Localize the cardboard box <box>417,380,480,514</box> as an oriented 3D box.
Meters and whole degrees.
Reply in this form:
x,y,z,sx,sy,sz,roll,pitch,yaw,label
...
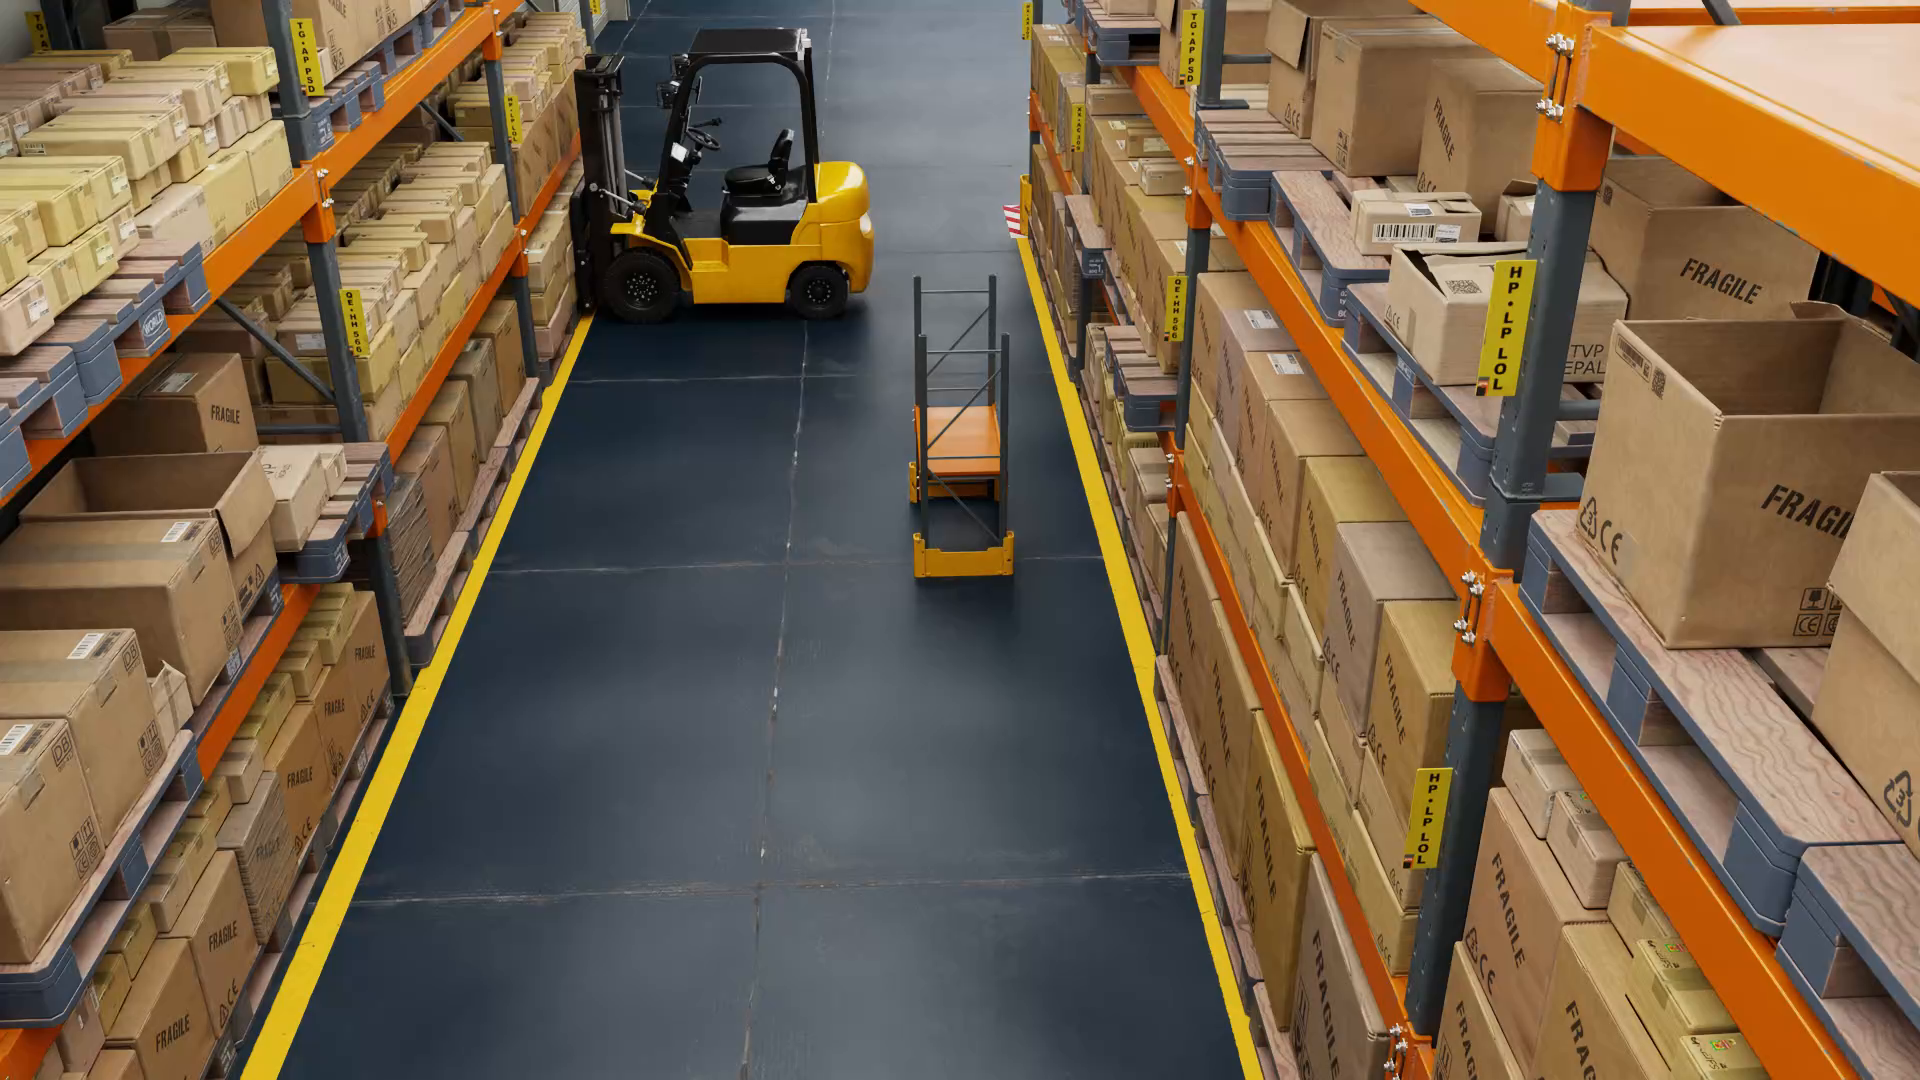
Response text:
x,y,z,sx,sy,sz,roll,pitch,yaw,label
-3.476,-0.557,10.189,0.875,0.625,0.625,-2,28,-5,cardboard box

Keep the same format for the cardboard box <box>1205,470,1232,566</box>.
x,y,z,sx,sy,sz,roll,pitch,yaw,label
1.395,-0.110,7.379,0.500,0.250,0.500,-2,28,-4,cardboard box

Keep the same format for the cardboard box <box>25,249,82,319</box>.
x,y,z,sx,sy,sz,roll,pitch,yaw,label
-2.845,-0.744,4.899,0.380,0.149,0.250,-2,28,-3,cardboard box

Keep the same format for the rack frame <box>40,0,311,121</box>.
x,y,z,sx,sy,sz,roll,pitch,yaw,label
-3.380,-3.183,6.622,1.000,3.000,0.127,-1,28,-3,rack frame

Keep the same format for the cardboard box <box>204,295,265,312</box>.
x,y,z,sx,sy,sz,roll,pitch,yaw,label
-3.724,-1.119,8.342,0.380,0.149,0.250,-1,28,-1,cardboard box

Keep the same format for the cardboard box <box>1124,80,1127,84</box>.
x,y,z,sx,sy,sz,roll,pitch,yaw,label
1.561,-3.320,11.861,0.700,0.500,0.500,-2,28,-3,cardboard box

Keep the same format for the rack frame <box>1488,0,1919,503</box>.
x,y,z,sx,sy,sz,roll,pitch,yaw,label
1.785,-1.458,3.314,1.000,3.000,0.127,-1,28,-3,rack frame

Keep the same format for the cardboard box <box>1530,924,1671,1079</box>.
x,y,z,sx,sy,sz,roll,pitch,yaw,label
1.589,1.174,3.566,0.500,0.500,0.500,-2,28,-3,cardboard box

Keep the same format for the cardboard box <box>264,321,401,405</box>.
x,y,z,sx,sy,sz,roll,pitch,yaw,label
-3.134,-0.890,8.334,0.500,0.250,0.500,-1,28,-3,cardboard box

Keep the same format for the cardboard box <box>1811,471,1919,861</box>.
x,y,z,sx,sy,sz,roll,pitch,yaw,label
1.888,0.218,2.671,0.797,0.503,0.637,1,28,1,cardboard box

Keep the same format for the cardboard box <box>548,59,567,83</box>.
x,y,z,sx,sy,sz,roll,pitch,yaw,label
-3.409,-3.805,13.491,0.380,0.149,0.250,-1,28,-2,cardboard box

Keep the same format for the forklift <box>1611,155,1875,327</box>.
x,y,z,sx,sy,sz,roll,pitch,yaw,label
3.908,-0.884,8.775,1.130,2.935,3.031,1,28,2,forklift

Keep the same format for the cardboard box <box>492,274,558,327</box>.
x,y,z,sx,sy,sz,roll,pitch,yaw,label
-3.306,-1.790,12.417,0.500,0.250,0.500,-2,28,-3,cardboard box

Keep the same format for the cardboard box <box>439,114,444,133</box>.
x,y,z,sx,sy,sz,roll,pitch,yaw,label
-3.910,-2.960,11.871,0.380,0.149,0.250,-2,28,-4,cardboard box

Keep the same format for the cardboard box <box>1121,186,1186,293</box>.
x,y,z,sx,sy,sz,roll,pitch,yaw,label
1.210,-1.682,9.347,0.500,0.500,0.500,-3,28,-6,cardboard box

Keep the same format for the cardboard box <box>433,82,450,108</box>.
x,y,z,sx,sy,sz,roll,pitch,yaw,label
-3.906,-3.213,12.036,0.380,0.149,0.250,-2,28,-3,cardboard box

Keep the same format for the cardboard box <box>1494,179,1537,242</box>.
x,y,z,sx,sy,sz,roll,pitch,yaw,label
2.040,-1.106,5.575,0.396,0.266,0.258,1,28,2,cardboard box

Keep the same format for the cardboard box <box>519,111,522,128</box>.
x,y,z,sx,sy,sz,roll,pitch,yaw,label
-3.358,-2.976,11.902,0.380,0.149,0.250,-1,28,-1,cardboard box

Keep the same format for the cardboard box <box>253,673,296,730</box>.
x,y,z,sx,sy,sz,roll,pitch,yaw,label
-3.118,0.704,7.204,0.380,0.149,0.250,-1,28,-1,cardboard box

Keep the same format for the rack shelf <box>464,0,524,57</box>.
x,y,z,sx,sy,sz,roll,pitch,yaw,label
-3.693,-4.305,12.795,1.077,0.370,4.000,-1,28,-3,rack shelf

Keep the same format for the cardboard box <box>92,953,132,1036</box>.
x,y,z,sx,sy,sz,roll,pitch,yaw,label
-3.041,1.542,5.597,0.380,0.149,0.250,-3,28,-5,cardboard box

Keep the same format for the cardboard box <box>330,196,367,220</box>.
x,y,z,sx,sy,sz,roll,pitch,yaw,label
-3.771,-1.945,9.926,0.380,0.149,0.250,-2,28,-3,cardboard box

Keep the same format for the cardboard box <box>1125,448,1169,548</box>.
x,y,z,sx,sy,sz,roll,pitch,yaw,label
1.510,-0.268,9.907,0.950,0.372,0.625,-2,28,-4,cardboard box

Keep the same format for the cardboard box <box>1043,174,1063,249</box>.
x,y,z,sx,sy,sz,roll,pitch,yaw,label
0.976,-2.776,14.036,0.500,0.500,0.500,-1,28,-2,cardboard box

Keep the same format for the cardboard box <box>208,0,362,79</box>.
x,y,z,sx,sy,sz,roll,pitch,yaw,label
-3.175,-2.469,7.825,0.500,0.500,0.500,-1,28,-2,cardboard box

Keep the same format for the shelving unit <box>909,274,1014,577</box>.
x,y,z,sx,sy,sz,roll,pitch,yaw,label
-0.004,-0.700,9.971,0.587,1.500,1.083,-1,28,-3,shelving unit

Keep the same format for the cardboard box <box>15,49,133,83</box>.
x,y,z,sx,sy,sz,roll,pitch,yaw,label
-3.637,-1.919,6.851,0.380,0.149,0.250,-2,28,-4,cardboard box

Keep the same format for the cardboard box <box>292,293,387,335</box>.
x,y,z,sx,sy,sz,roll,pitch,yaw,label
-3.118,-1.133,8.369,0.380,0.149,0.250,-1,28,-2,cardboard box

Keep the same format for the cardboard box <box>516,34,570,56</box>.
x,y,z,sx,sy,sz,roll,pitch,yaw,label
-3.421,-4.054,13.647,0.380,0.149,0.250,-1,28,-1,cardboard box

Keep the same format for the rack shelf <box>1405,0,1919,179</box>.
x,y,z,sx,sy,sz,roll,pitch,yaw,label
1.681,-1.885,5.343,1.077,0.370,4.000,-1,28,-3,rack shelf

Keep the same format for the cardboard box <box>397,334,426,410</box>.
x,y,z,sx,sy,sz,roll,pitch,yaw,label
-3.181,-0.900,8.894,0.500,0.250,0.500,-2,28,-4,cardboard box

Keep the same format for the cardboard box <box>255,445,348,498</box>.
x,y,z,sx,sy,sz,roll,pitch,yaw,label
-2.963,-0.304,7.407,0.380,0.149,0.250,-1,28,-2,cardboard box

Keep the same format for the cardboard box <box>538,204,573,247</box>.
x,y,z,sx,sy,sz,roll,pitch,yaw,label
-3.355,-2.478,13.195,0.500,0.250,0.500,0,28,-1,cardboard box

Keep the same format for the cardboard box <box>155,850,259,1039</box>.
x,y,z,sx,sy,sz,roll,pitch,yaw,label
-3.031,1.541,6.301,0.500,0.500,0.500,-2,28,-4,cardboard box

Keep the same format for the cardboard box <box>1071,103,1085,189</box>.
x,y,z,sx,sy,sz,roll,pitch,yaw,label
1.096,-2.868,12.075,0.500,0.500,0.500,-2,28,-4,cardboard box

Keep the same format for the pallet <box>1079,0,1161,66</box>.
x,y,z,sx,sy,sz,roll,pitch,yaw,label
1.351,-2.972,9.665,1.213,0.211,1.003,-1,28,-3,pallet

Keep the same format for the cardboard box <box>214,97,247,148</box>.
x,y,z,sx,sy,sz,roll,pitch,yaw,label
-3.127,-1.685,6.725,0.380,0.149,0.250,-2,28,-4,cardboard box

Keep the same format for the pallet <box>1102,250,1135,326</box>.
x,y,z,sx,sy,sz,roll,pitch,yaw,label
1.432,-1.473,10.038,1.003,0.211,1.213,-1,28,-3,pallet

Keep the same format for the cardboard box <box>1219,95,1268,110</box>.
x,y,z,sx,sy,sz,roll,pitch,yaw,label
1.350,-2.004,7.876,0.380,0.149,0.250,-1,28,-3,cardboard box

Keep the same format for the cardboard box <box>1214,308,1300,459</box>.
x,y,z,sx,sy,sz,roll,pitch,yaw,label
1.394,-0.670,7.102,0.500,0.500,0.500,-1,28,-2,cardboard box

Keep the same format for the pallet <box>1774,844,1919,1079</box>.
x,y,z,sx,sy,sz,roll,pitch,yaw,label
1.878,0.852,2.225,1.003,0.211,1.213,-1,28,-3,pallet

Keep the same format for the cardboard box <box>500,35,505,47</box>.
x,y,z,sx,sy,sz,roll,pitch,yaw,label
-3.949,-4.042,13.626,0.380,0.149,0.250,-1,28,-1,cardboard box

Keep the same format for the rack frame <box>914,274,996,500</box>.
x,y,z,sx,sy,sz,roll,pitch,yaw,label
-0.031,-0.939,10.429,0.500,1.500,0.032,-1,28,-3,rack frame

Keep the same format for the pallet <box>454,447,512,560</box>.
x,y,z,sx,sy,sz,roll,pitch,yaw,label
-3.445,-0.230,10.463,1.003,0.211,1.213,-1,28,-3,pallet

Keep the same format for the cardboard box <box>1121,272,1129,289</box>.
x,y,z,sx,sy,sz,roll,pitch,yaw,label
1.165,-1.579,9.851,0.380,0.149,0.250,-2,28,-4,cardboard box

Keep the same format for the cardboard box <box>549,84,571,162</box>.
x,y,z,sx,sy,sz,roll,pitch,yaw,label
-3.428,-3.333,13.288,0.500,0.500,0.500,-1,28,-2,cardboard box

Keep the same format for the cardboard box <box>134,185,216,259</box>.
x,y,z,sx,sy,sz,roll,pitch,yaw,label
-3.058,-1.092,6.019,0.500,0.250,0.500,-1,28,-3,cardboard box

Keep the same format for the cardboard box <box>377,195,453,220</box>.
x,y,z,sx,sy,sz,roll,pitch,yaw,label
-3.253,-1.961,9.956,0.380,0.149,0.250,-1,28,-2,cardboard box

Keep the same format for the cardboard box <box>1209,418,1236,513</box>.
x,y,z,sx,sy,sz,roll,pitch,yaw,label
1.382,-0.321,7.244,0.500,0.250,0.500,-1,28,-1,cardboard box

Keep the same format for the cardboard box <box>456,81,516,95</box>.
x,y,z,sx,sy,sz,roll,pitch,yaw,label
-3.435,-3.225,12.058,0.380,0.149,0.250,-2,28,-4,cardboard box

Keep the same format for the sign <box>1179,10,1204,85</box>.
x,y,z,sx,sy,sz,roll,pitch,yaw,label
1.035,-2.192,7.406,0.100,0.325,0.005,-1,28,-3,sign

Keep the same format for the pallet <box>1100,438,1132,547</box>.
x,y,z,sx,sy,sz,roll,pitch,yaw,label
1.477,-0.331,10.657,1.003,0.211,1.213,-1,28,-3,pallet

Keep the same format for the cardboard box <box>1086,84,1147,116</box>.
x,y,z,sx,sy,sz,roll,pitch,yaw,label
1.039,-2.916,11.013,0.380,0.149,0.250,-1,28,-3,cardboard box

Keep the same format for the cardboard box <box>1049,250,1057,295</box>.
x,y,z,sx,sy,sz,roll,pitch,yaw,label
1.009,-2.206,13.756,0.500,0.250,0.500,-1,28,-2,cardboard box

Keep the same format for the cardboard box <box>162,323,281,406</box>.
x,y,z,sx,sy,sz,roll,pitch,yaw,label
-3.681,-0.879,8.314,0.500,0.250,0.500,-1,28,-2,cardboard box

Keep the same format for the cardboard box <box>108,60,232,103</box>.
x,y,z,sx,sy,sz,roll,pitch,yaw,label
-3.159,-1.820,6.661,0.380,0.149,0.250,-2,28,-4,cardboard box
